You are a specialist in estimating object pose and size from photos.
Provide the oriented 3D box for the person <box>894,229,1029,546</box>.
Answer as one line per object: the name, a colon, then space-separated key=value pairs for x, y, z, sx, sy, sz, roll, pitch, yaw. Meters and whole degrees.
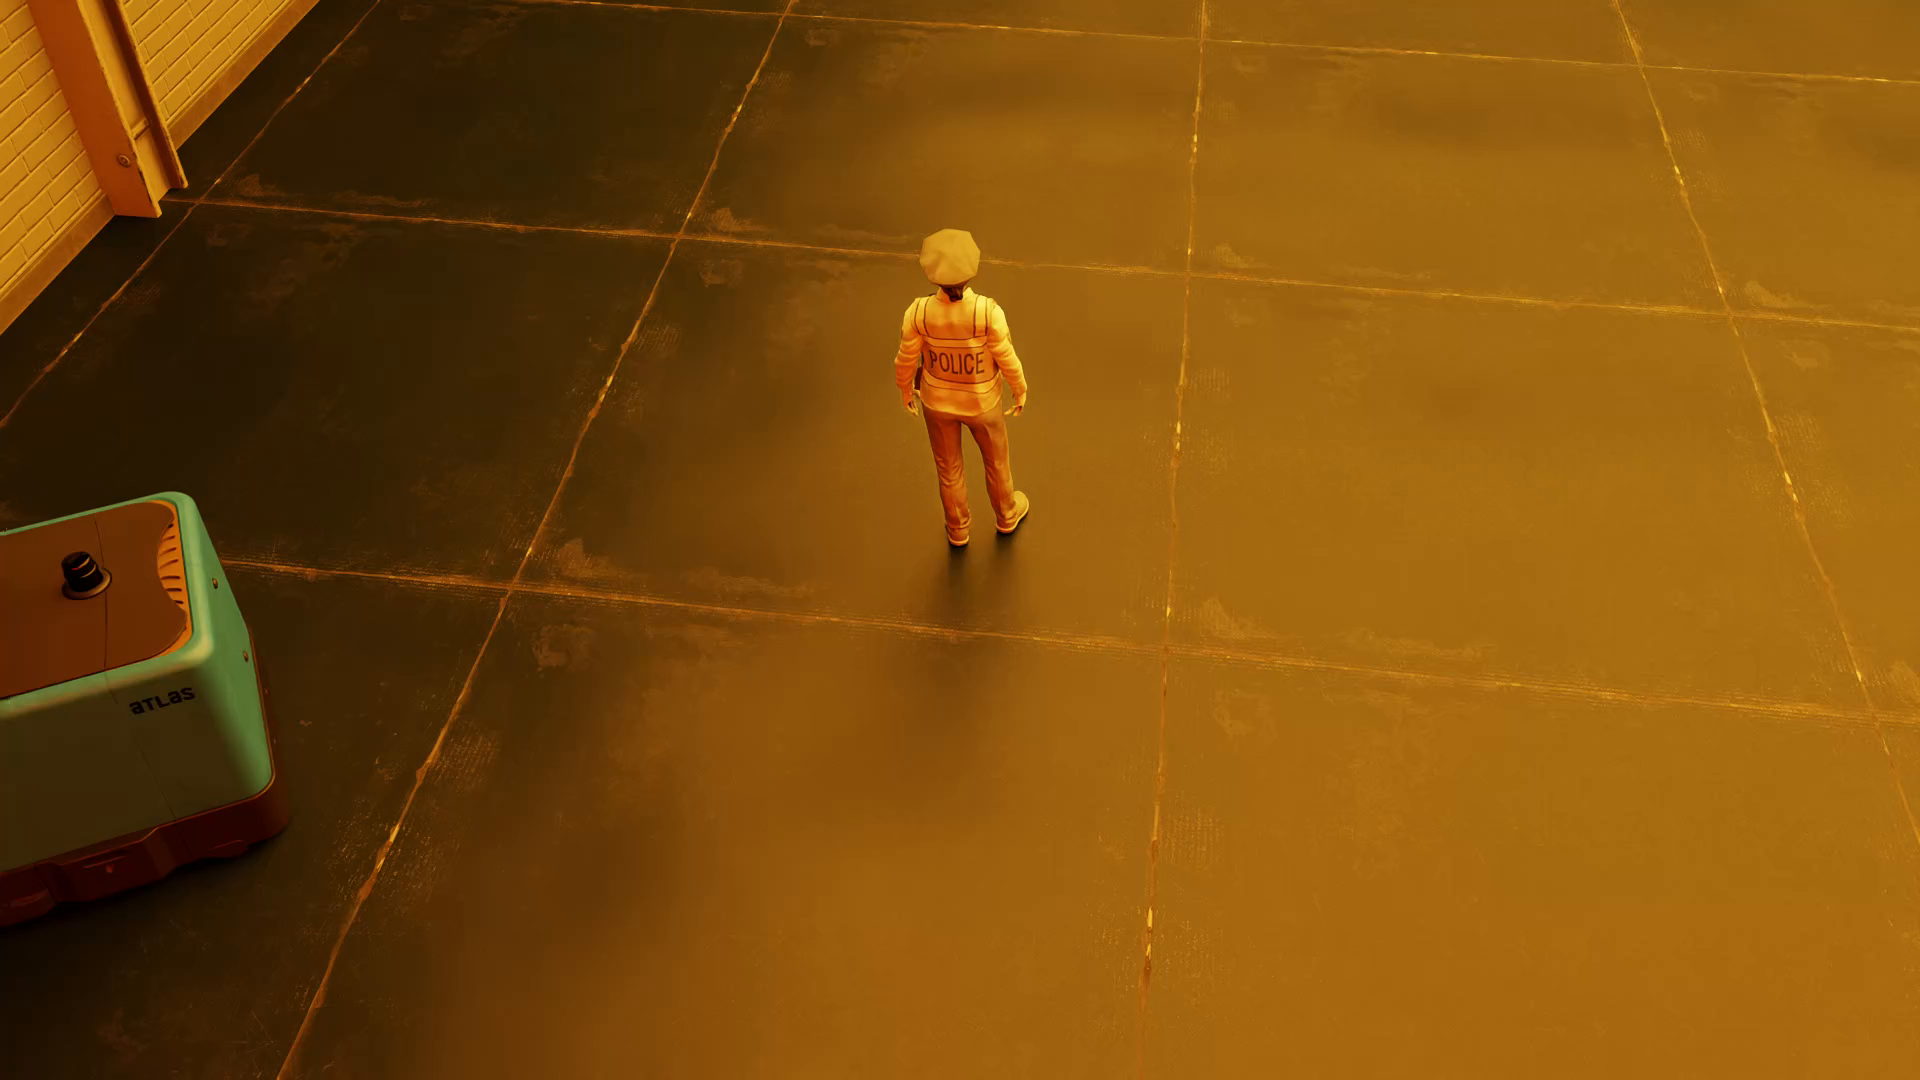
person: x=0.015 y=-0.674 z=7.361 sx=0.588 sy=1.696 sz=0.533 roll=5 pitch=43 yaw=6

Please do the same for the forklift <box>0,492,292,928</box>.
forklift: x=-4.215 y=0.197 z=5.510 sx=3.031 sy=2.935 sz=1.130 roll=-16 pitch=45 yaw=-17
